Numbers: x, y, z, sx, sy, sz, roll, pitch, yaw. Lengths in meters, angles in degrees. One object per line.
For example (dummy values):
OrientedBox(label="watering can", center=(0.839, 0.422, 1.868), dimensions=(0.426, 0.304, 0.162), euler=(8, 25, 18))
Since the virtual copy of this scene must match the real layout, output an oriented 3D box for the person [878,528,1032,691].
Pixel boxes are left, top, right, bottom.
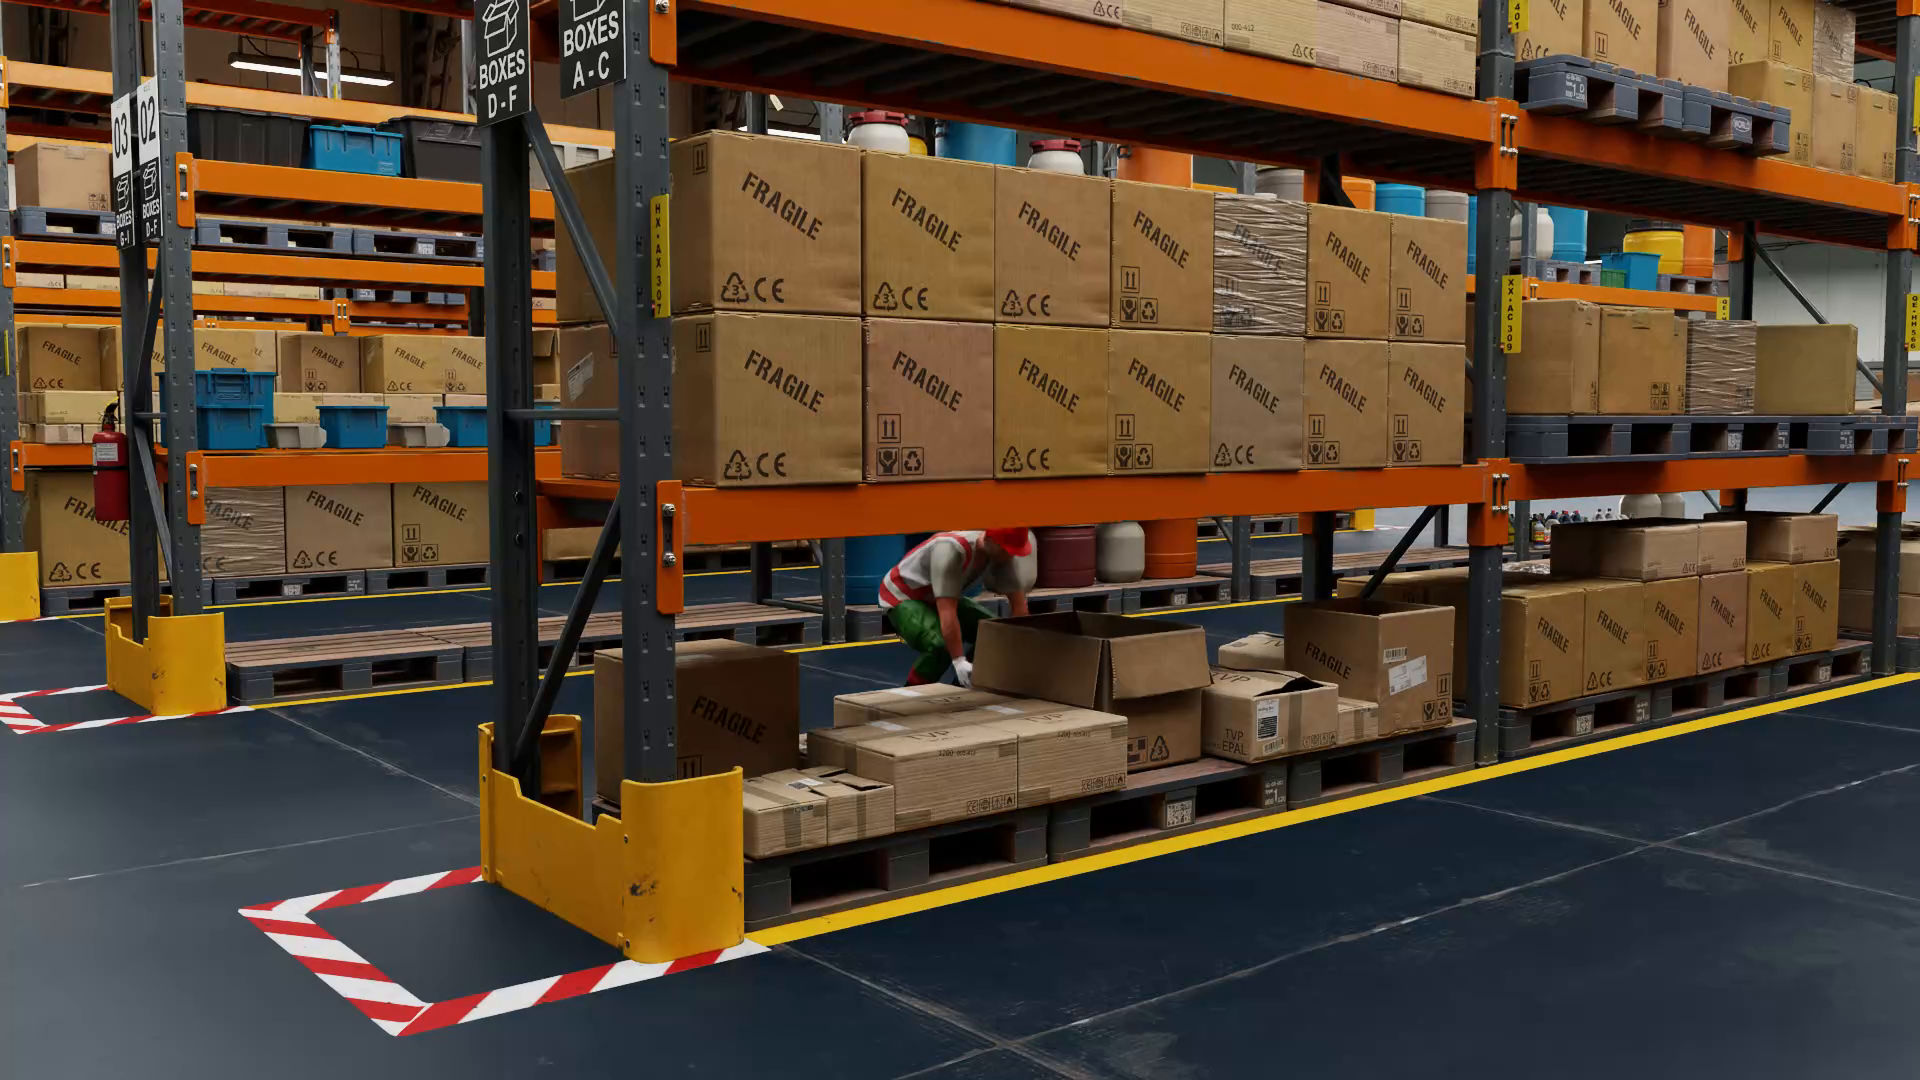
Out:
OrientedBox(label="person", center=(0.000, 0.364, 8.098), dimensions=(0.581, 1.091, 0.866), euler=(-3, 5, -39))
